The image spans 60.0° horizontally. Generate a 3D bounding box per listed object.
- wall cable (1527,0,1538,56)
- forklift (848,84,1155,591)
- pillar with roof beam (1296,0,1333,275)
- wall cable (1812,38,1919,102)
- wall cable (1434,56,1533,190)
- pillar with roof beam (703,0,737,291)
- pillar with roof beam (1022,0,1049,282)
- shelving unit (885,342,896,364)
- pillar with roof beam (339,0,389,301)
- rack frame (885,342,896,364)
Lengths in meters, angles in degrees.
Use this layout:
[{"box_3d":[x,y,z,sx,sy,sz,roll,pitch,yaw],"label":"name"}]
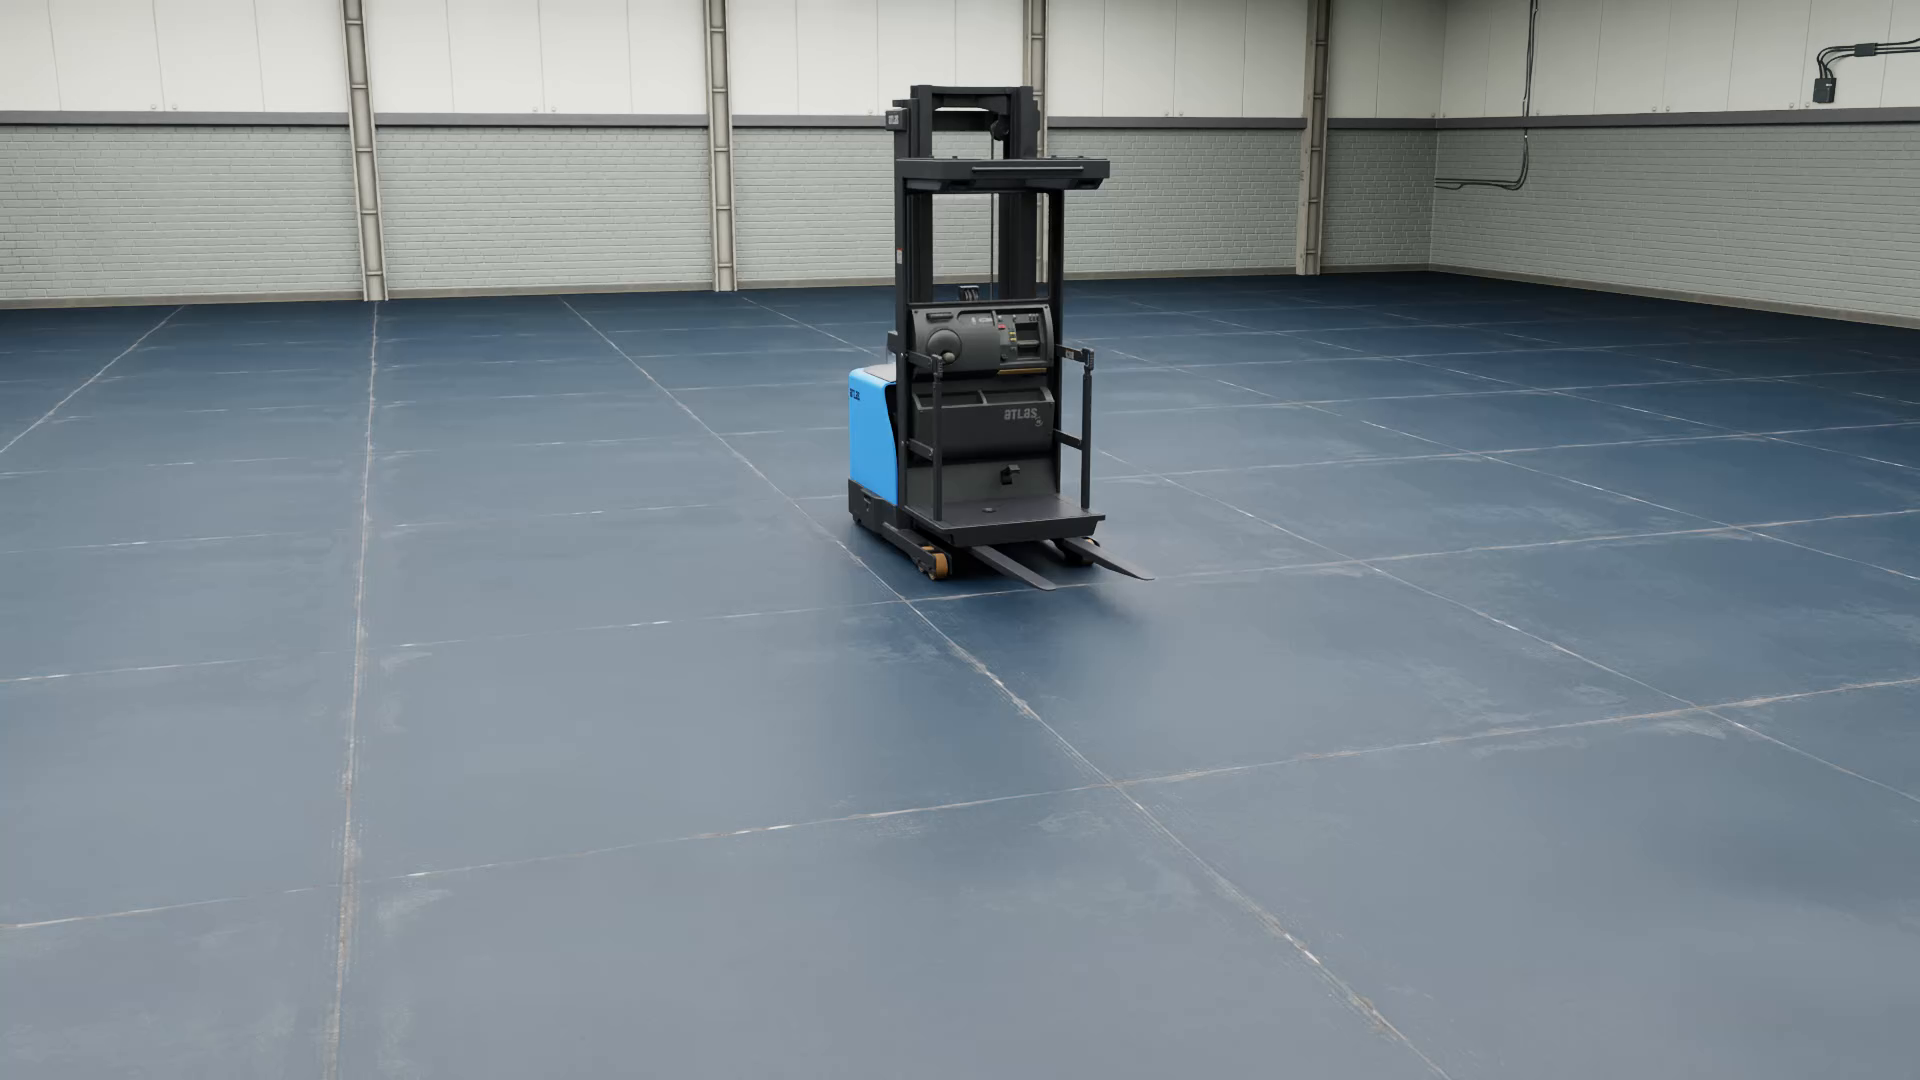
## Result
[{"box_3d":[11.174,-10.087,29.900,0.112,2.526,3.097,-4,14,-18],"label":"wall cable"},{"box_3d":[0.227,-1.292,10.240,1.130,2.935,3.031,-5,14,-21],"label":"forklift"},{"box_3d":[8.471,-8.862,28.955,0.400,9.000,9.100,-4,14,-18],"label":"pillar with roof beam"},{"box_3d":[13.324,-9.305,23.467,0.169,6.003,2.305,-4,14,-18],"label":"wall cable"},{"box_3d":[10.312,-8.223,32.978,0.112,2.526,3.097,-4,14,-18],"label":"wall cable"},{"box_3d":[-2.903,-7.977,25.231,0.400,9.000,9.100,-4,14,-18],"label":"pillar with roof beam"},{"box_3d":[2.784,-8.420,27.093,0.400,9.000,9.100,-4,14,-18],"label":"pillar with roof beam"},{"box_3d":[-0.388,-0.825,11.982,0.189,1.200,0.258,-5,10,-22],"label":"shelving unit"},{"box_3d":[-8.589,-7.534,23.370,0.400,9.000,9.100,-4,14,-18],"label":"pillar with roof beam"},{"box_3d":[-0.472,-0.817,11.947,0.006,1.200,0.240,-5,10,-22],"label":"rack frame"}]
